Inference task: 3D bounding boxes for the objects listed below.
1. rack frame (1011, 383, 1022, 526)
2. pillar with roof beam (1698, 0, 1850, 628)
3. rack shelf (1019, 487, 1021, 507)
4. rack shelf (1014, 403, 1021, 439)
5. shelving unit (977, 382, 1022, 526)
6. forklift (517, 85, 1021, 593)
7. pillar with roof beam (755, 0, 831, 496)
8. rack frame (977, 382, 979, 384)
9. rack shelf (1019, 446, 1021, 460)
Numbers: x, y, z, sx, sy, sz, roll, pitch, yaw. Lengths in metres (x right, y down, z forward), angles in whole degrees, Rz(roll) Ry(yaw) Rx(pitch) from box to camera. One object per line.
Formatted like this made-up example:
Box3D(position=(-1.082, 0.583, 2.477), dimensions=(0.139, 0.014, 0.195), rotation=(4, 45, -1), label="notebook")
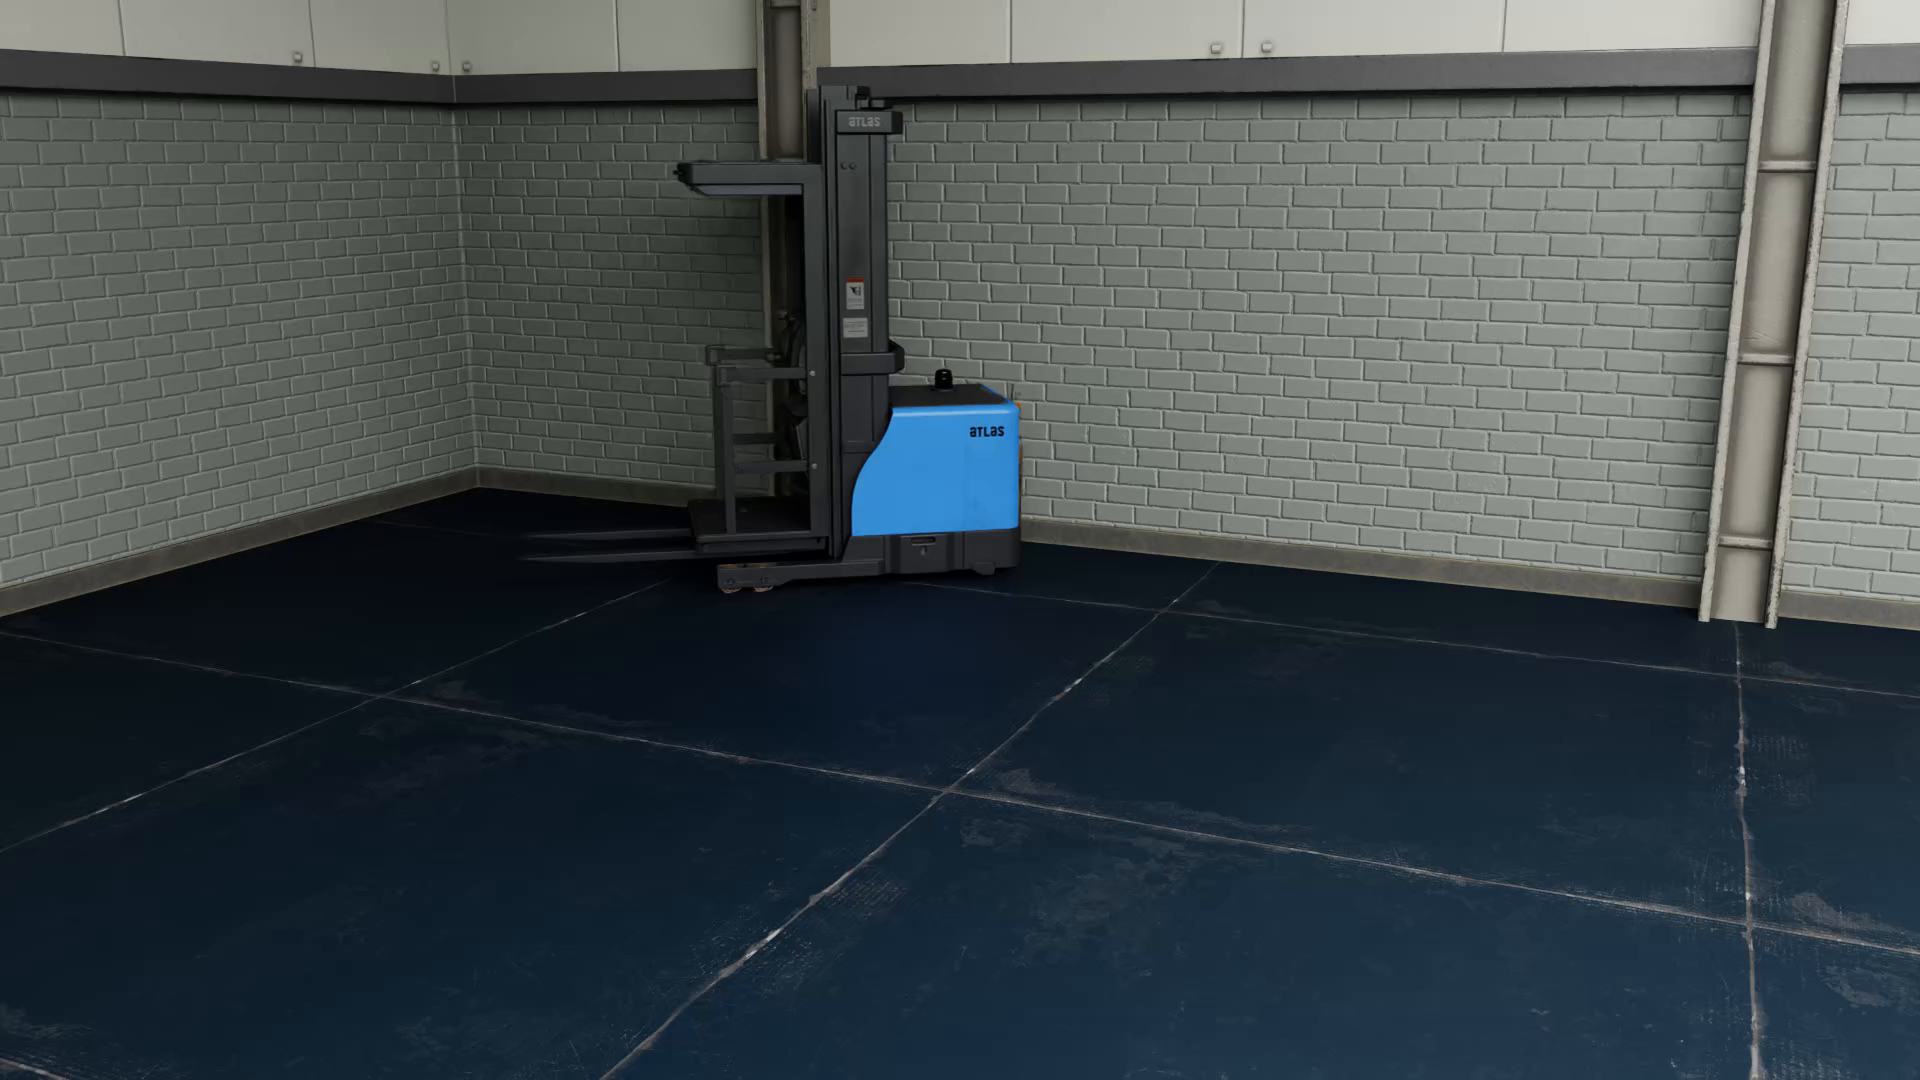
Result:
Box3D(position=(0.374, -0.518, 11.042), dimensions=(0.008, 1.050, 0.200), rotation=(5, 10, 23), label="rack frame")
Box3D(position=(2.639, -3.044, 4.527), dimensions=(0.400, 9.000, 9.100), rotation=(6, 14, 23), label="pillar with roof beam")
Box3D(position=(0.258, -0.241, 11.134), dimensions=(0.240, 0.259, 0.215), rotation=(5, 10, 23), label="rack shelf")
Box3D(position=(0.266, -0.797, 11.048), dimensions=(0.240, 0.259, 0.215), rotation=(5, 10, 23), label="rack shelf")
Box3D(position=(0.262, -0.527, 11.090), dimensions=(0.252, 1.050, 0.215), rotation=(5, 10, 23), label="shelving unit")
Box3D(position=(-1.196, -1.241, 10.126), dimensions=(3.031, 2.935, 1.130), rotation=(-3, 13, -11), label="forklift")
Box3D(position=(-2.847, -3.599, 6.893), dimensions=(0.400, 9.000, 9.100), rotation=(6, 14, 23), label="pillar with roof beam")
Box3D(position=(0.151, -0.536, 11.138), dimensions=(0.008, 1.050, 0.200), rotation=(5, 10, 23), label="rack frame")
Box3D(position=(0.262, -0.516, 11.091), dimensions=(0.240, 0.259, 0.215), rotation=(5, 10, 23), label="rack shelf")
